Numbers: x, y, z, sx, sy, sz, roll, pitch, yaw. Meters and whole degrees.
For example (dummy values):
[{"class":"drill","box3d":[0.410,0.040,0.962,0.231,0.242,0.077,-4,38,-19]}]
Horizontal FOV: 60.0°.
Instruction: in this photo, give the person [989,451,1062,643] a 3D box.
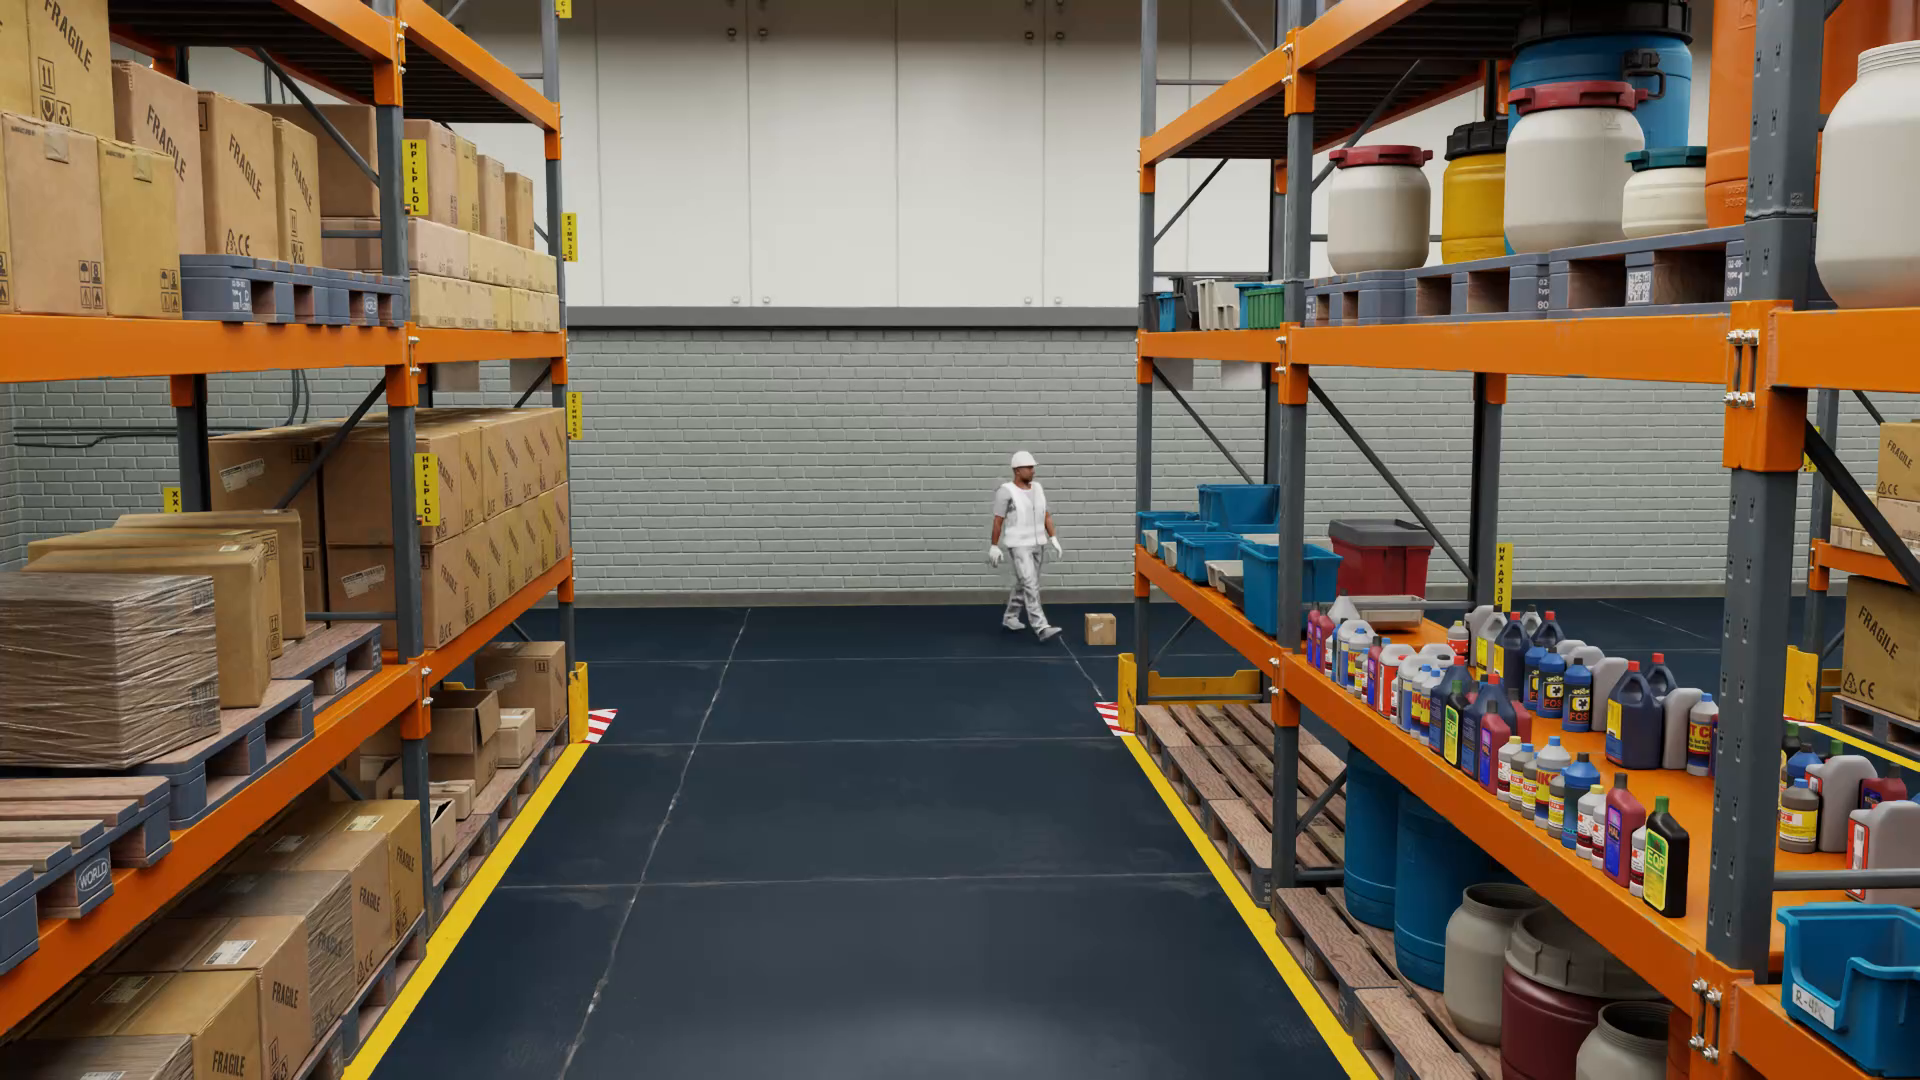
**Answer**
[{"class":"person","box3d":[0.677,0.046,15.339,0.586,1.720,1.058,-6,9,-41]}]
